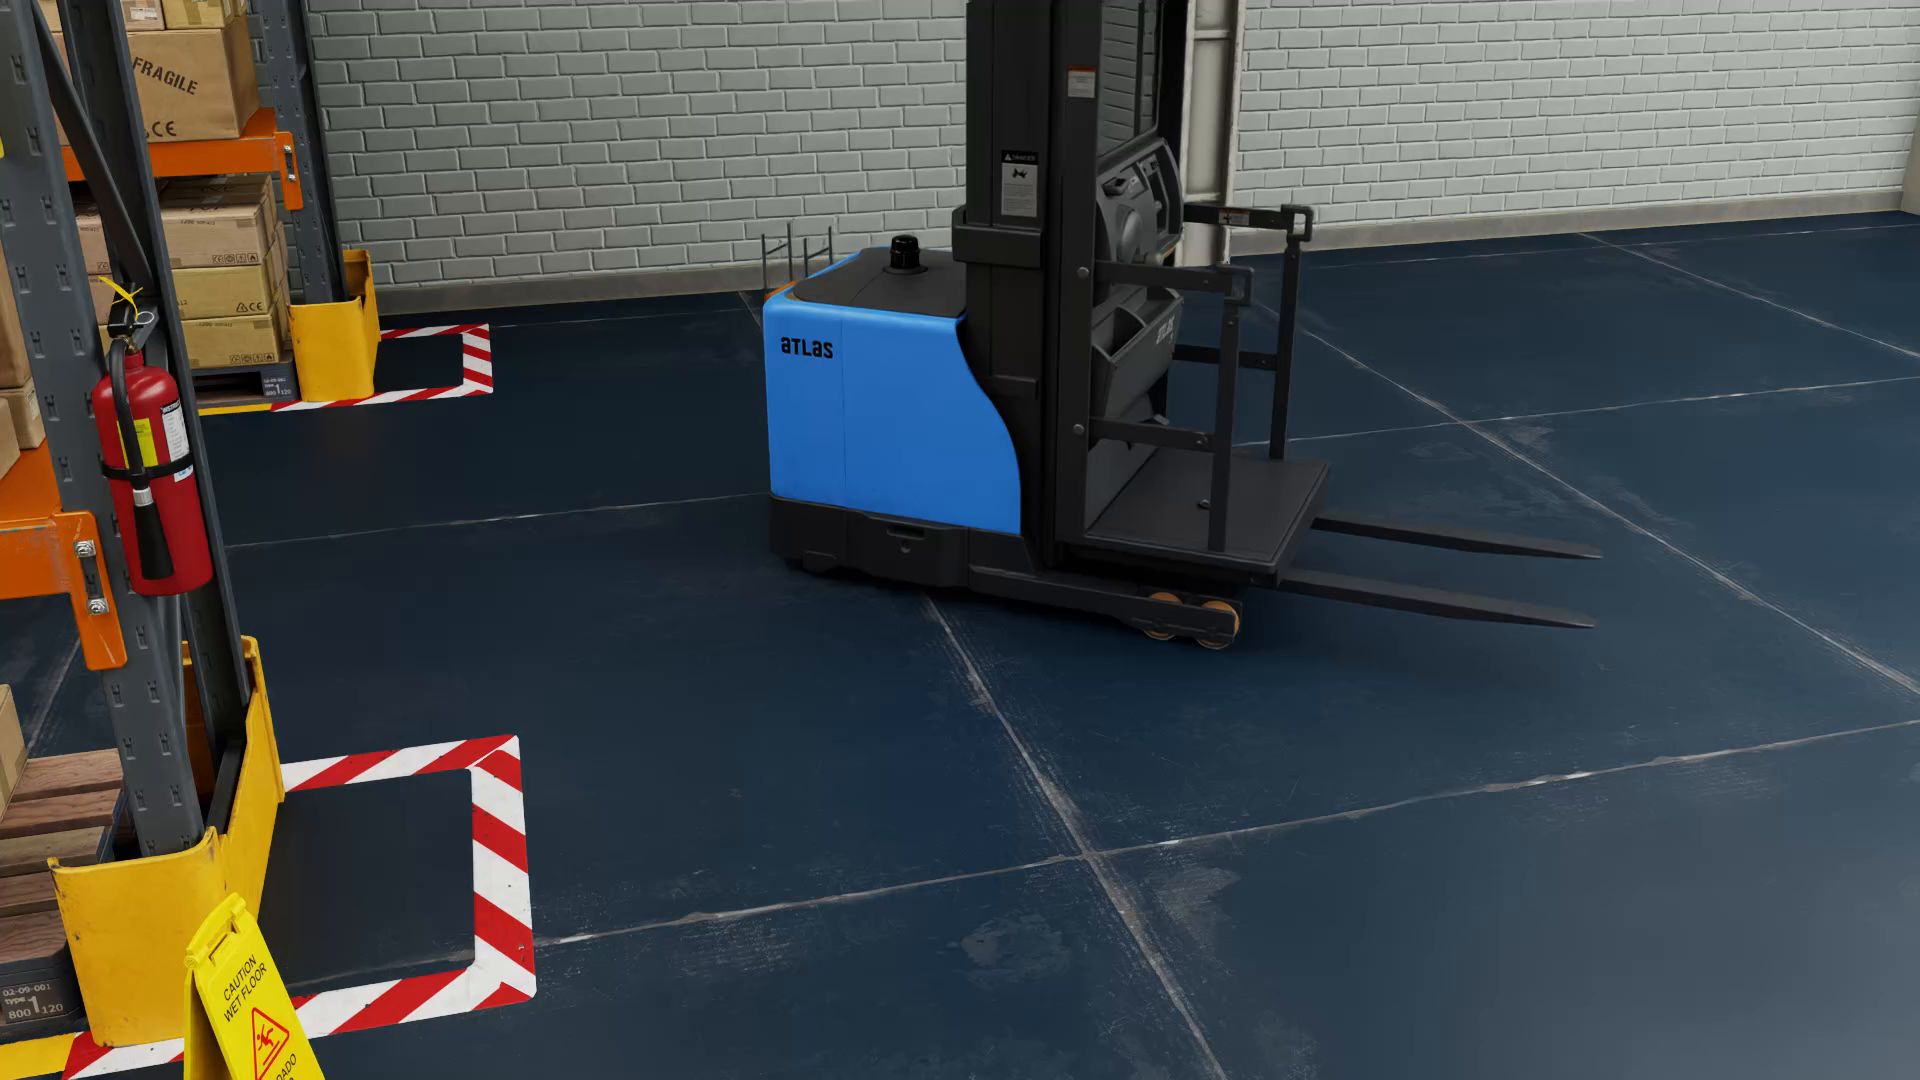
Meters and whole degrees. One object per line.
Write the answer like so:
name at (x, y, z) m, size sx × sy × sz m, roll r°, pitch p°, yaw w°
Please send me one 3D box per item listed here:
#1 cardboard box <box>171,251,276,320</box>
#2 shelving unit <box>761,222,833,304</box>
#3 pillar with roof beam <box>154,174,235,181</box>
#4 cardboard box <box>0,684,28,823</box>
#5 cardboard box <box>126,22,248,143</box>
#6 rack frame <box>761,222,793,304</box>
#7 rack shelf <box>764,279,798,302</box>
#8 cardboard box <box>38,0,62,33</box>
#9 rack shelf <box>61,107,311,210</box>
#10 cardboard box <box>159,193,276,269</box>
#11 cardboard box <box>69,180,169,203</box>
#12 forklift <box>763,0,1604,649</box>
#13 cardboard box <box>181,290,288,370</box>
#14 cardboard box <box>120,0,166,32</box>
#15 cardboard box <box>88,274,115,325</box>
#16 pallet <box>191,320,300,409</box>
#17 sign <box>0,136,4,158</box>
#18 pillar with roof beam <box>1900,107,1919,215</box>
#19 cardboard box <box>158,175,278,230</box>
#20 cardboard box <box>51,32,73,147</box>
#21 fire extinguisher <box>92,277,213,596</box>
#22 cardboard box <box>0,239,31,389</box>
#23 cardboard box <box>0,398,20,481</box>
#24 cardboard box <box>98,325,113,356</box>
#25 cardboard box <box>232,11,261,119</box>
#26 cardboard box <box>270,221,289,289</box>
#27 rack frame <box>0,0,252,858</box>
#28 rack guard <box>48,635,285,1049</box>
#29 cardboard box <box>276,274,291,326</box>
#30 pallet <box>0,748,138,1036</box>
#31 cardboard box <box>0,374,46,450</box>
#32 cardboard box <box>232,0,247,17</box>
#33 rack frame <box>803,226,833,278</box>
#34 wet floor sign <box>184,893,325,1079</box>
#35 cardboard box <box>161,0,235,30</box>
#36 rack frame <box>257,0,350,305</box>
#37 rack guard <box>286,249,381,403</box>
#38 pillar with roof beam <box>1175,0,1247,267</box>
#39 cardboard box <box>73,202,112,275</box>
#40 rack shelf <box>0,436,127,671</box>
cardboard box at (-3.707, -1.288, 8.268) m, size 0.500 × 0.250 × 0.500 m, roll -7°, pitch 24°, yaw -15°
shelving unit at (-0.643, -0.668, 6.786) m, size 0.189 × 1.200 × 0.258 m, roll 9°, pitch 25°, yaw 20°
pillar with roof beam at (-3.074, -3.690, 3.938) m, size 0.400 × 9.000 × 9.100 m, roll -6°, pitch 24°, yaw -14°
cardboard box at (-2.830, 0.636, 4.418) m, size 0.500 × 0.250 × 0.500 m, roll -7°, pitch 24°, yaw -15°
cardboard box at (-3.726, -2.193, 7.931) m, size 0.500 × 0.500 × 0.500 m, roll -7°, pitch 24°, yaw -16°
rack frame at (-0.728, -0.682, 6.818) m, size 0.006 × 1.200 × 0.240 m, roll 9°, pitch 25°, yaw 20°
rack shelf at (-0.643, -0.958, 6.662) m, size 0.180 × 0.103 × 0.258 m, roll 9°, pitch 25°, yaw 20°
cardboard box at (-4.085, -2.457, 7.723) m, size 0.250 × 0.149 × 0.380 m, roll -6°, pitch 24°, yaw -13°
rack shelf at (-5.248, -1.756, 7.950) m, size 4.000 × 0.370 × 1.077 m, roll -6°, pitch 24°, yaw -14°
cardboard box at (-3.682, -1.521, 8.177) m, size 0.500 × 0.250 × 0.500 m, roll -5°, pitch 24°, yaw -13°
cardboard box at (-4.317, -1.654, 8.488) m, size 0.500 × 0.250 × 0.500 m, roll -6°, pitch 24°, yaw -14°
forklift at (0.826, -1.200, 5.829) m, size 3.031 × 2.935 × 1.130 m, roll 9°, pitch 25°, yaw 20°
cardboard box at (-3.690, -1.059, 8.368) m, size 0.500 × 0.250 × 0.500 m, roll -6°, pitch 24°, yaw -14°
cardboard box at (-3.819, -2.462, 7.734) m, size 0.250 × 0.149 × 0.380 m, roll -6°, pitch 24°, yaw -14°
cardboard box at (-4.193, -1.239, 8.153) m, size 0.500 × 0.250 × 0.500 m, roll -7°, pitch 24°, yaw -15°
pallet at (-4.048, -0.921, 8.628) m, size 1.213 × 0.211 × 1.003 m, roll -6°, pitch 24°, yaw -14°
sign at (-1.848, -0.880, 3.127) m, size 0.005 × 0.325 × 0.100 m, roll -6°, pitch 24°, yaw -14°
pillar with roof beam at (8.480, -4.968, 6.916) m, size 0.400 × 9.000 × 9.100 m, roll -6°, pitch 24°, yaw -14°
cardboard box at (-3.837, -1.709, 8.615) m, size 0.500 × 0.250 × 0.500 m, roll -7°, pitch 24°, yaw -15°
cardboard box at (-4.228, -2.142, 7.810) m, size 0.500 × 0.500 × 0.500 m, roll -6°, pitch 24°, yaw -13°
fire extinguisher at (-1.744, -0.217, 3.550) m, size 0.183 × 0.674 × 0.296 m, roll -6°, pitch 24°, yaw -14°
cardboard box at (-2.509, -0.653, 3.963) m, size 0.500 × 0.500 × 0.500 m, roll -7°, pitch 24°, yaw -15°
cardboard box at (-2.281, -0.179, 3.681) m, size 0.250 × 0.149 × 0.380 m, roll -5°, pitch 24°, yaw -13°
cardboard box at (-4.171, -1.009, 8.253) m, size 0.500 × 0.250 × 0.500 m, roll -6°, pitch 24°, yaw -14°
cardboard box at (-3.875, -2.398, 8.408) m, size 0.500 × 0.500 × 0.500 m, roll -6°, pitch 24°, yaw -13°
cardboard box at (-3.832, -1.487, 8.733) m, size 0.500 × 0.250 × 0.500 m, roll -6°, pitch 24°, yaw -13°
rack frame at (-1.978, -0.415, 3.914) m, size 0.127 × 3.000 × 1.000 m, roll -6°, pitch 24°, yaw -14°
rack guard at (-2.052, 0.741, 4.388) m, size 0.348 × 0.500 × 1.175 m, roll -6°, pitch 24°, yaw -14°
cardboard box at (-3.849, -1.251, 8.815) m, size 0.500 × 0.250 × 0.500 m, roll -6°, pitch 24°, yaw -14°
pallet at (-2.843, 0.947, 4.275) m, size 1.213 × 0.211 × 1.003 m, roll -6°, pitch 24°, yaw -14°
cardboard box at (-2.361, -0.342, 4.062) m, size 0.250 × 0.149 × 0.380 m, roll -6°, pitch 24°, yaw -14°
cardboard box at (-3.719, -2.706, 8.303) m, size 0.250 × 0.149 × 0.380 m, roll -7°, pitch 24°, yaw -16°
rack frame at (-0.558, -0.655, 6.755) m, size 0.006 × 1.200 × 0.240 m, roll 9°, pitch 25°, yaw 20°
wet floor sign at (-1.506, 1.053, 3.479) m, size 0.232 × 0.644 × 0.267 m, roll 2°, pitch 23°, yaw 4°
cardboard box at (-3.581, -2.500, 7.823) m, size 0.250 × 0.149 × 0.380 m, roll -6°, pitch 24°, yaw -14°
rack frame at (-3.323, -2.299, 8.305) m, size 0.127 × 3.000 × 1.000 m, roll -6°, pitch 24°, yaw -14°
rack guard at (-3.300, -1.153, 8.804) m, size 0.348 × 0.500 × 1.175 m, roll -6°, pitch 24°, yaw -14°
pillar with roof beam at (2.703, -4.329, 5.427) m, size 0.400 × 9.000 × 9.100 m, roll -6°, pitch 24°, yaw -14°
cardboard box at (-4.172, -1.464, 8.045) m, size 0.500 × 0.250 × 0.500 m, roll -6°, pitch 24°, yaw -13°
rack shelf at (-3.904, 0.128, 3.559) m, size 4.000 × 0.370 × 1.077 m, roll -6°, pitch 24°, yaw -14°
